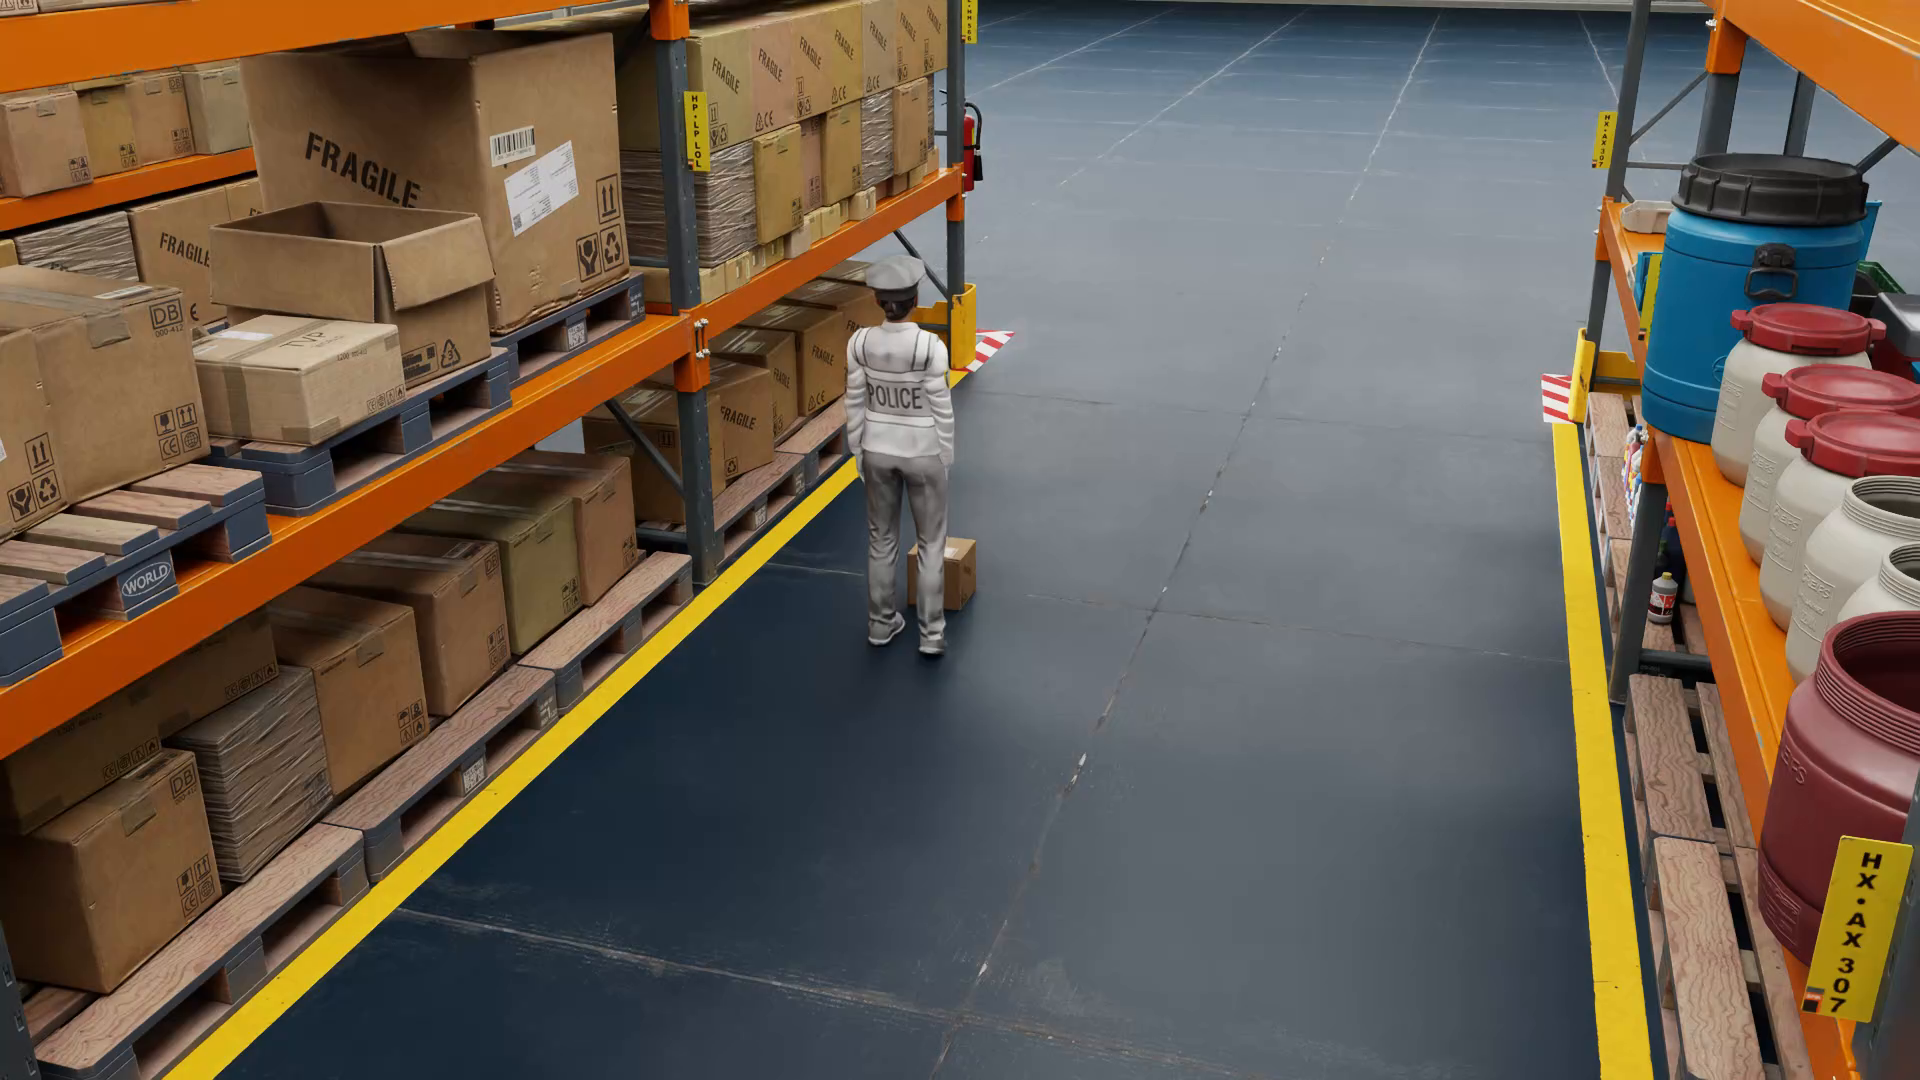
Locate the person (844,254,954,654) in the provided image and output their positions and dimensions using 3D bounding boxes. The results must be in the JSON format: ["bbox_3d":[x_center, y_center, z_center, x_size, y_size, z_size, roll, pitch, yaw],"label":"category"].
[{"bbox_3d":[-0.244,-0.322,6.924,0.469,1.729,0.345,7,23,17],"label":"person"}]
